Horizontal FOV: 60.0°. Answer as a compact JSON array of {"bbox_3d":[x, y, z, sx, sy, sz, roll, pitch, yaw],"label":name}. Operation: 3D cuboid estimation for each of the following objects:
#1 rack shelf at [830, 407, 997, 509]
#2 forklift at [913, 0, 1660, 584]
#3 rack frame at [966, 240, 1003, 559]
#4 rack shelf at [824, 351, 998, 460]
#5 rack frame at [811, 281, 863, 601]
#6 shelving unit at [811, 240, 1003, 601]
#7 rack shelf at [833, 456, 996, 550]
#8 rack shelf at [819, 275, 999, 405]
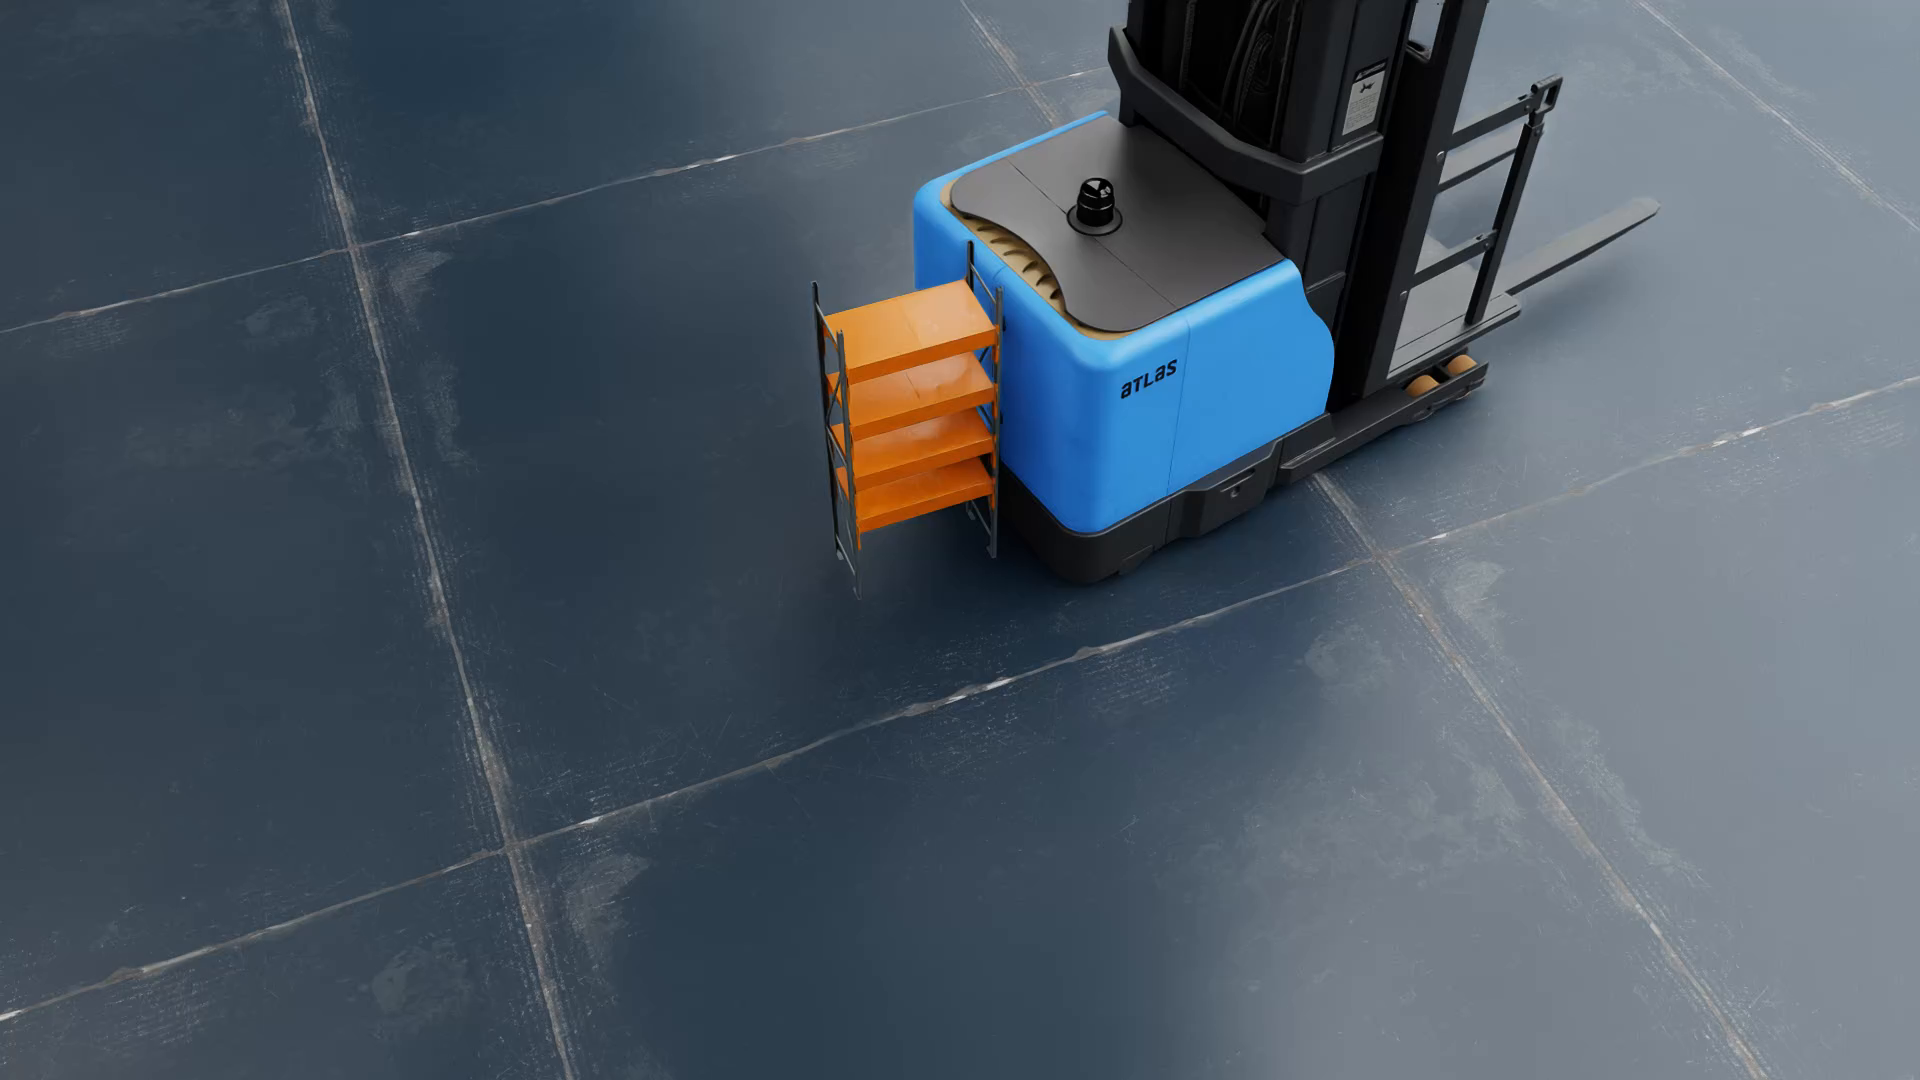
[{"bbox_3d":[-0.153,-0.300,5.305,0.480,0.148,0.258,-17,52,-14],"label":"rack shelf"},{"bbox_3d":[1.341,-1.703,5.280,3.031,2.935,1.130,-27,55,-21],"label":"forklift"},{"bbox_3d":[0.073,-0.413,5.314,0.015,1.200,0.240,-17,52,-14],"label":"rack frame"},{"bbox_3d":[-0.153,-0.445,5.135,0.480,0.148,0.258,-17,52,-14],"label":"rack shelf"},{"bbox_3d":[-0.379,-0.273,5.194,0.015,1.200,0.240,-17,52,-14],"label":"rack frame"},{"bbox_3d":[-0.153,-0.343,5.254,0.503,1.200,0.258,-17,52,-14],"label":"shelving unit"},{"bbox_3d":[-0.153,-0.170,5.456,0.480,0.148,0.258,-17,52,-14],"label":"rack shelf"},{"bbox_3d":[-0.153,-0.599,4.956,0.480,0.148,0.258,-17,52,-14],"label":"rack shelf"}]
